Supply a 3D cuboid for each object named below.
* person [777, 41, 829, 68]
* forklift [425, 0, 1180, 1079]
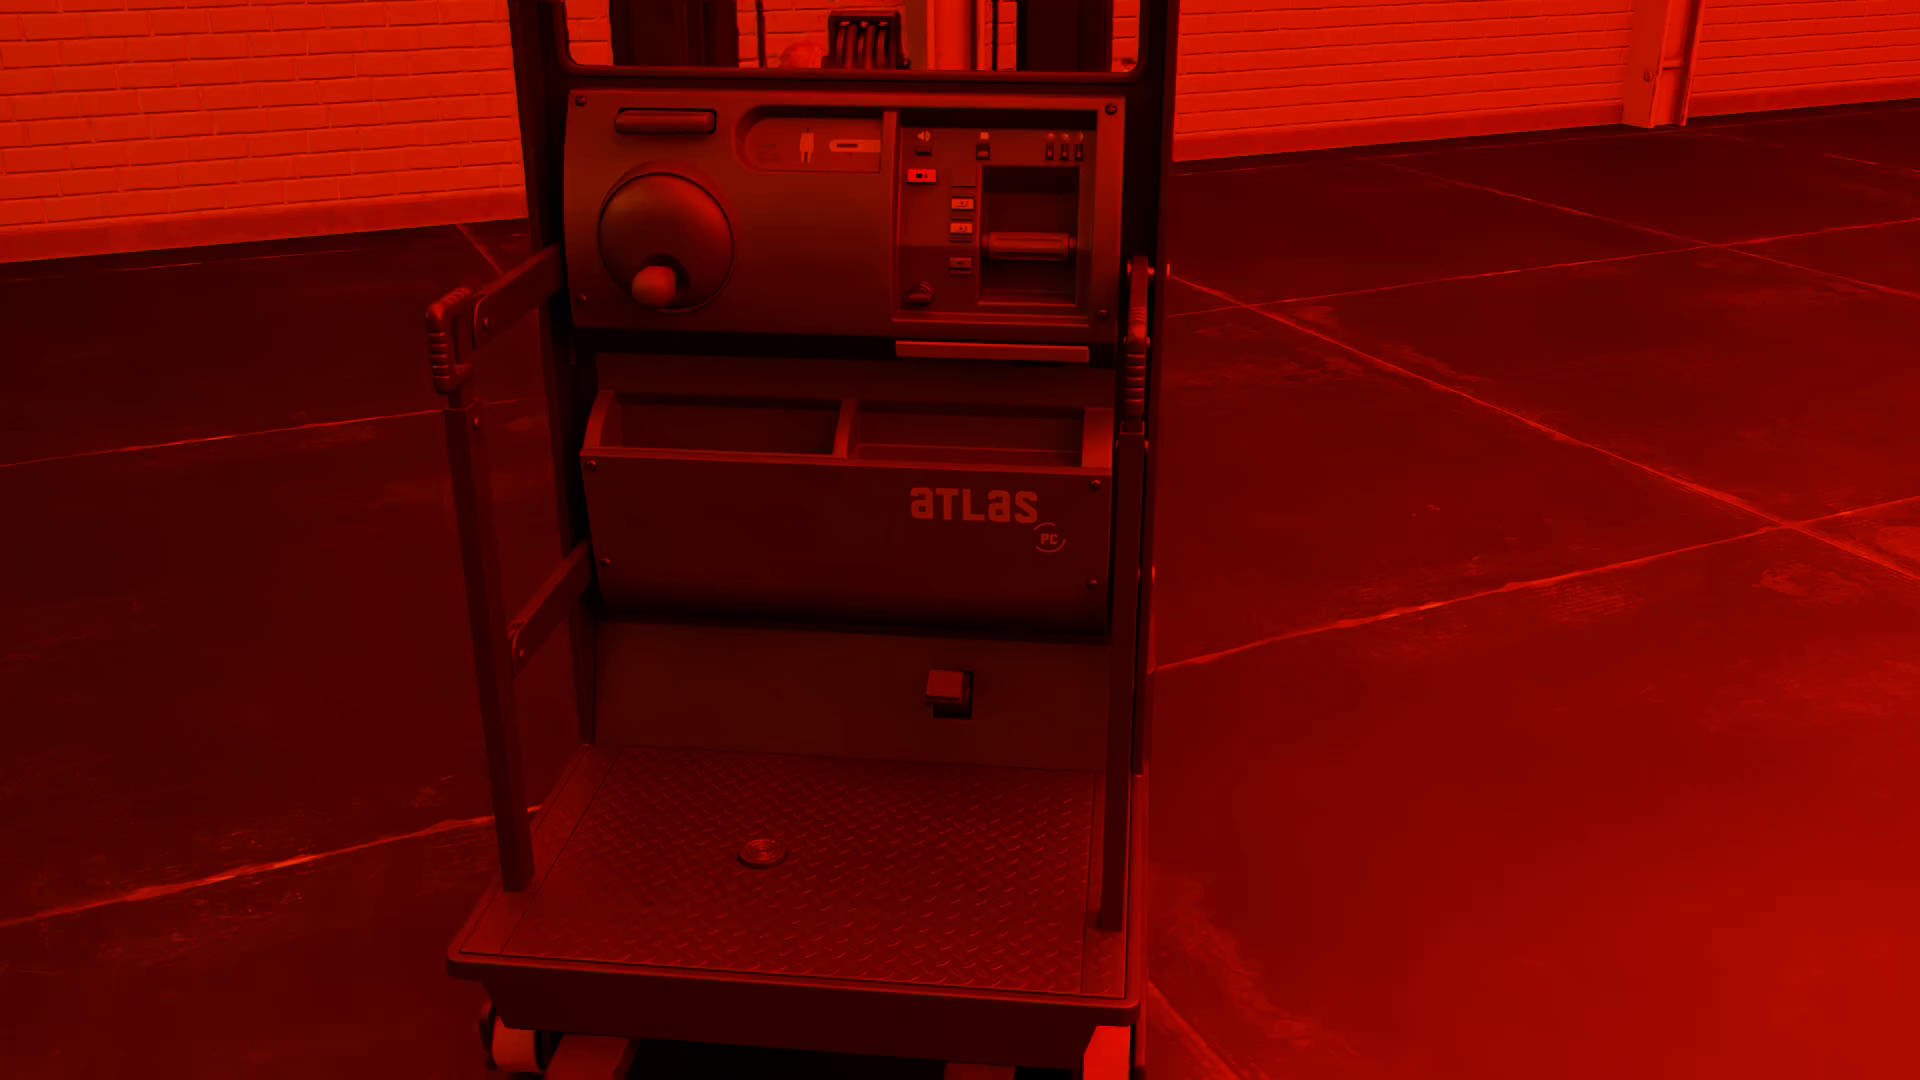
[{"bbox_3d":[-0.251,-0.697,4.886,1.183,1.493,0.935,-6,23,-13],"label":"person"},{"bbox_3d":[-0.218,-0.527,2.554,1.130,2.935,3.031,2,23,6],"label":"forklift"}]
